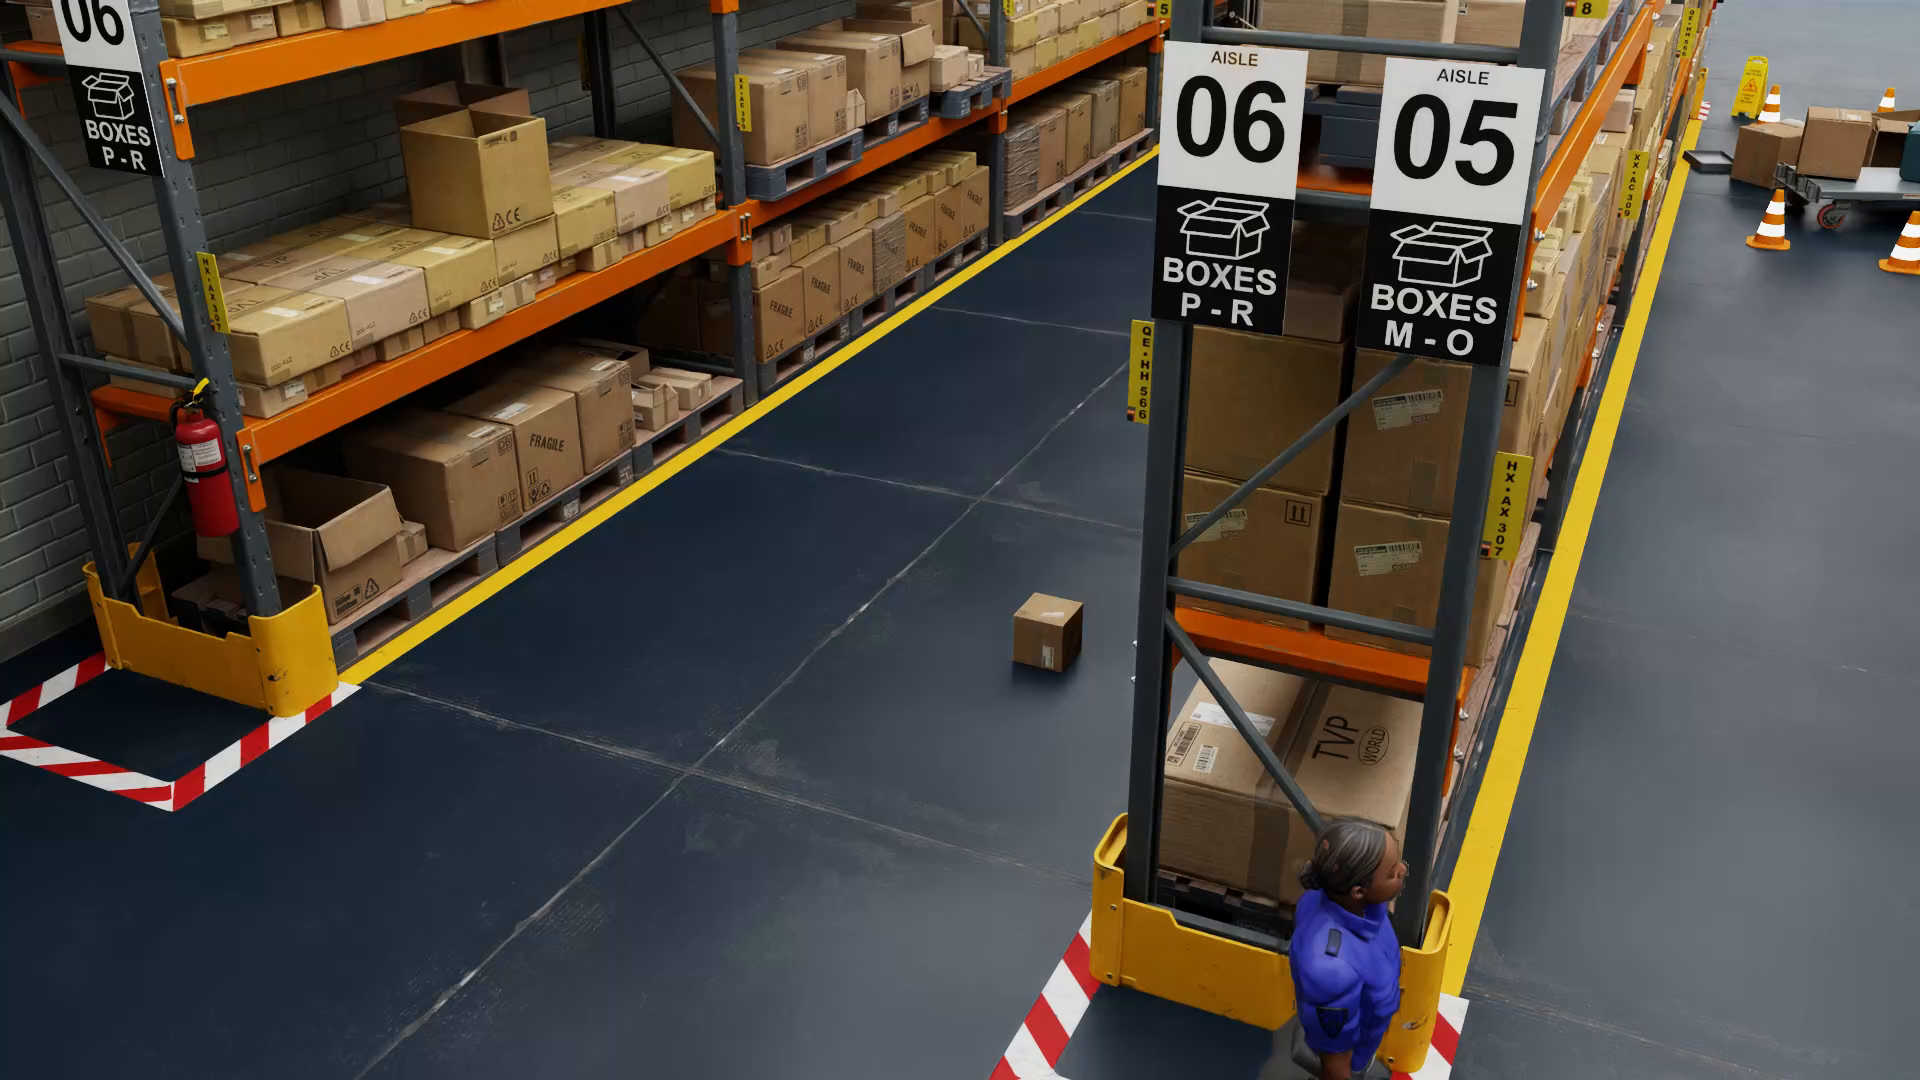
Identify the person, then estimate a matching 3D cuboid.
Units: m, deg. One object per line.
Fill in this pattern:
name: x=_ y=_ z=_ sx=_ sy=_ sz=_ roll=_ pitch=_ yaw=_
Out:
person: x=0.968 y=1.403 z=4.265 sx=0.424 sy=1.677 sz=0.452 roll=9 pitch=28 yaw=18
